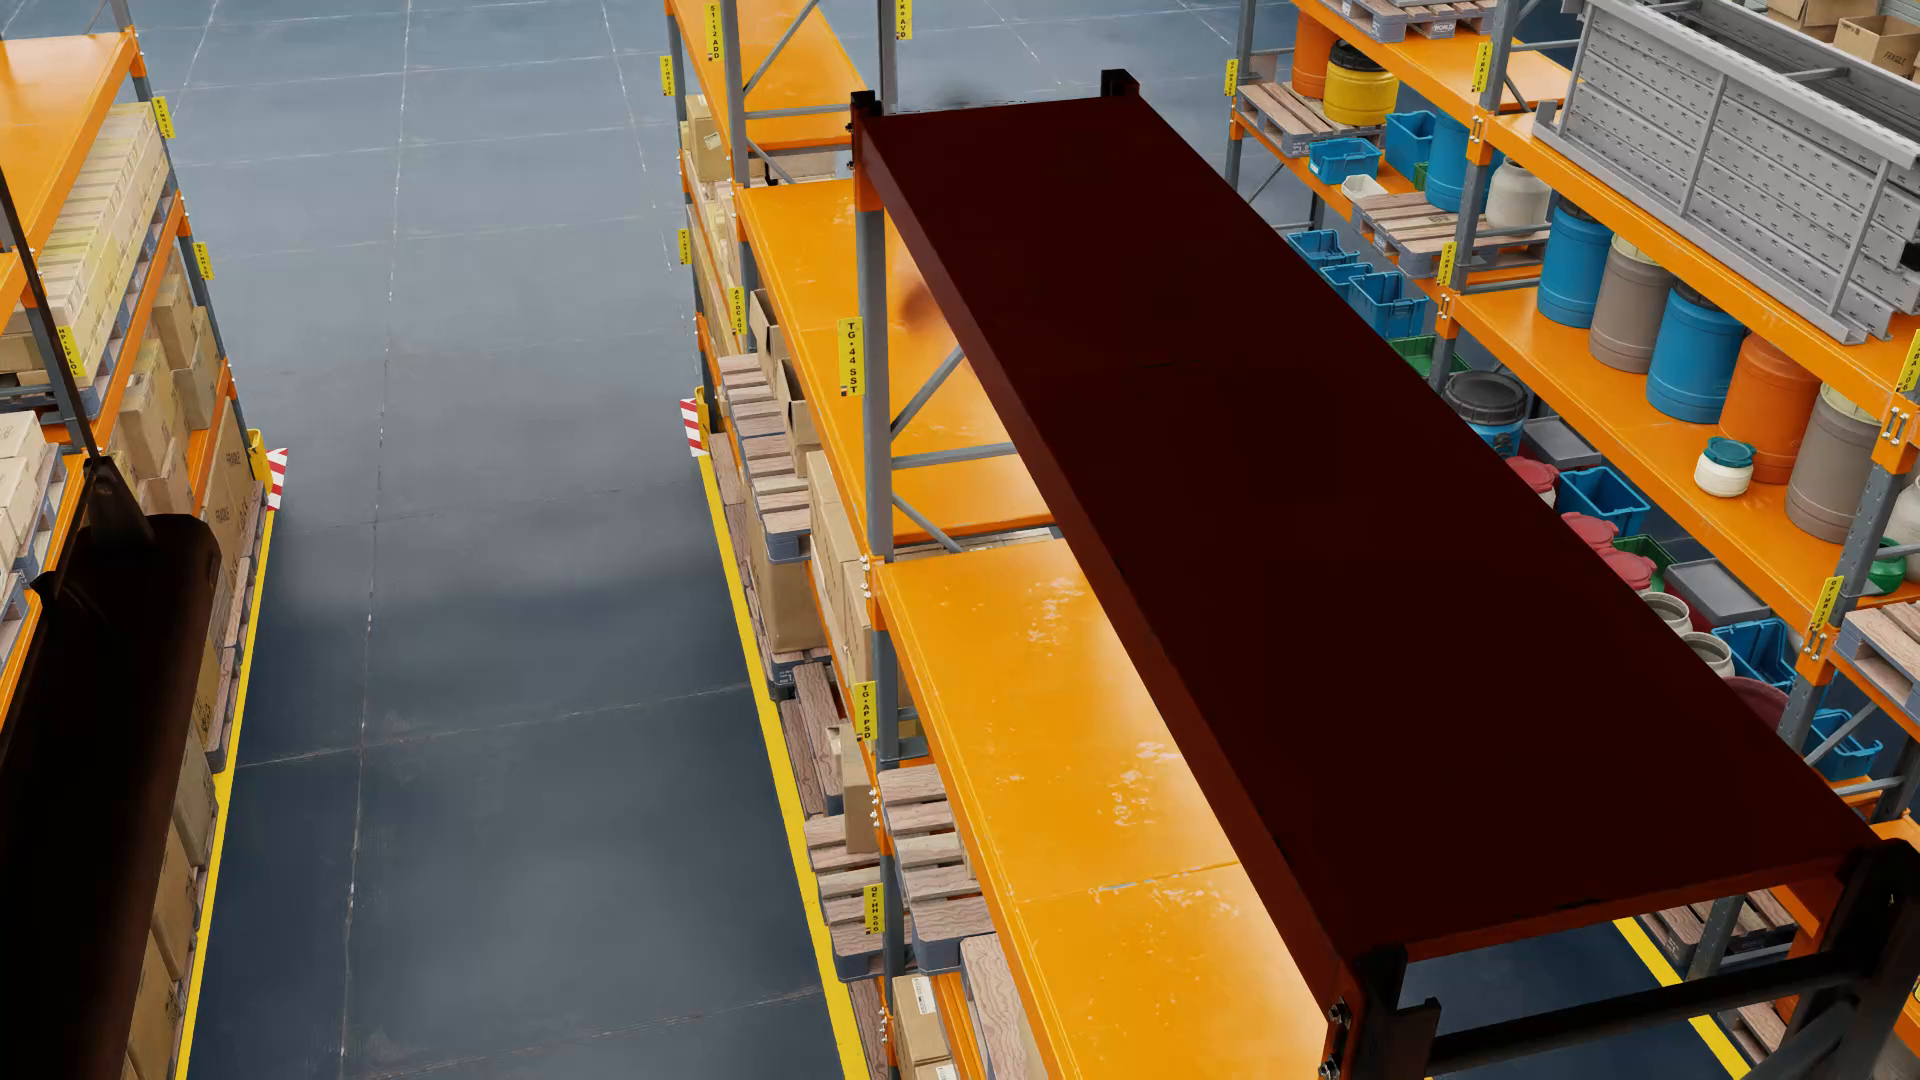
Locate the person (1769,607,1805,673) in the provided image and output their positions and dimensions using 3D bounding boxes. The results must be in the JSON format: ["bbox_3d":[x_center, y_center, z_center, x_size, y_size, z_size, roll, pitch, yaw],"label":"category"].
[{"bbox_3d":[6.043,0.300,12.129,0.714,1.733,0.791,-11,36,-16],"label":"person"}]
